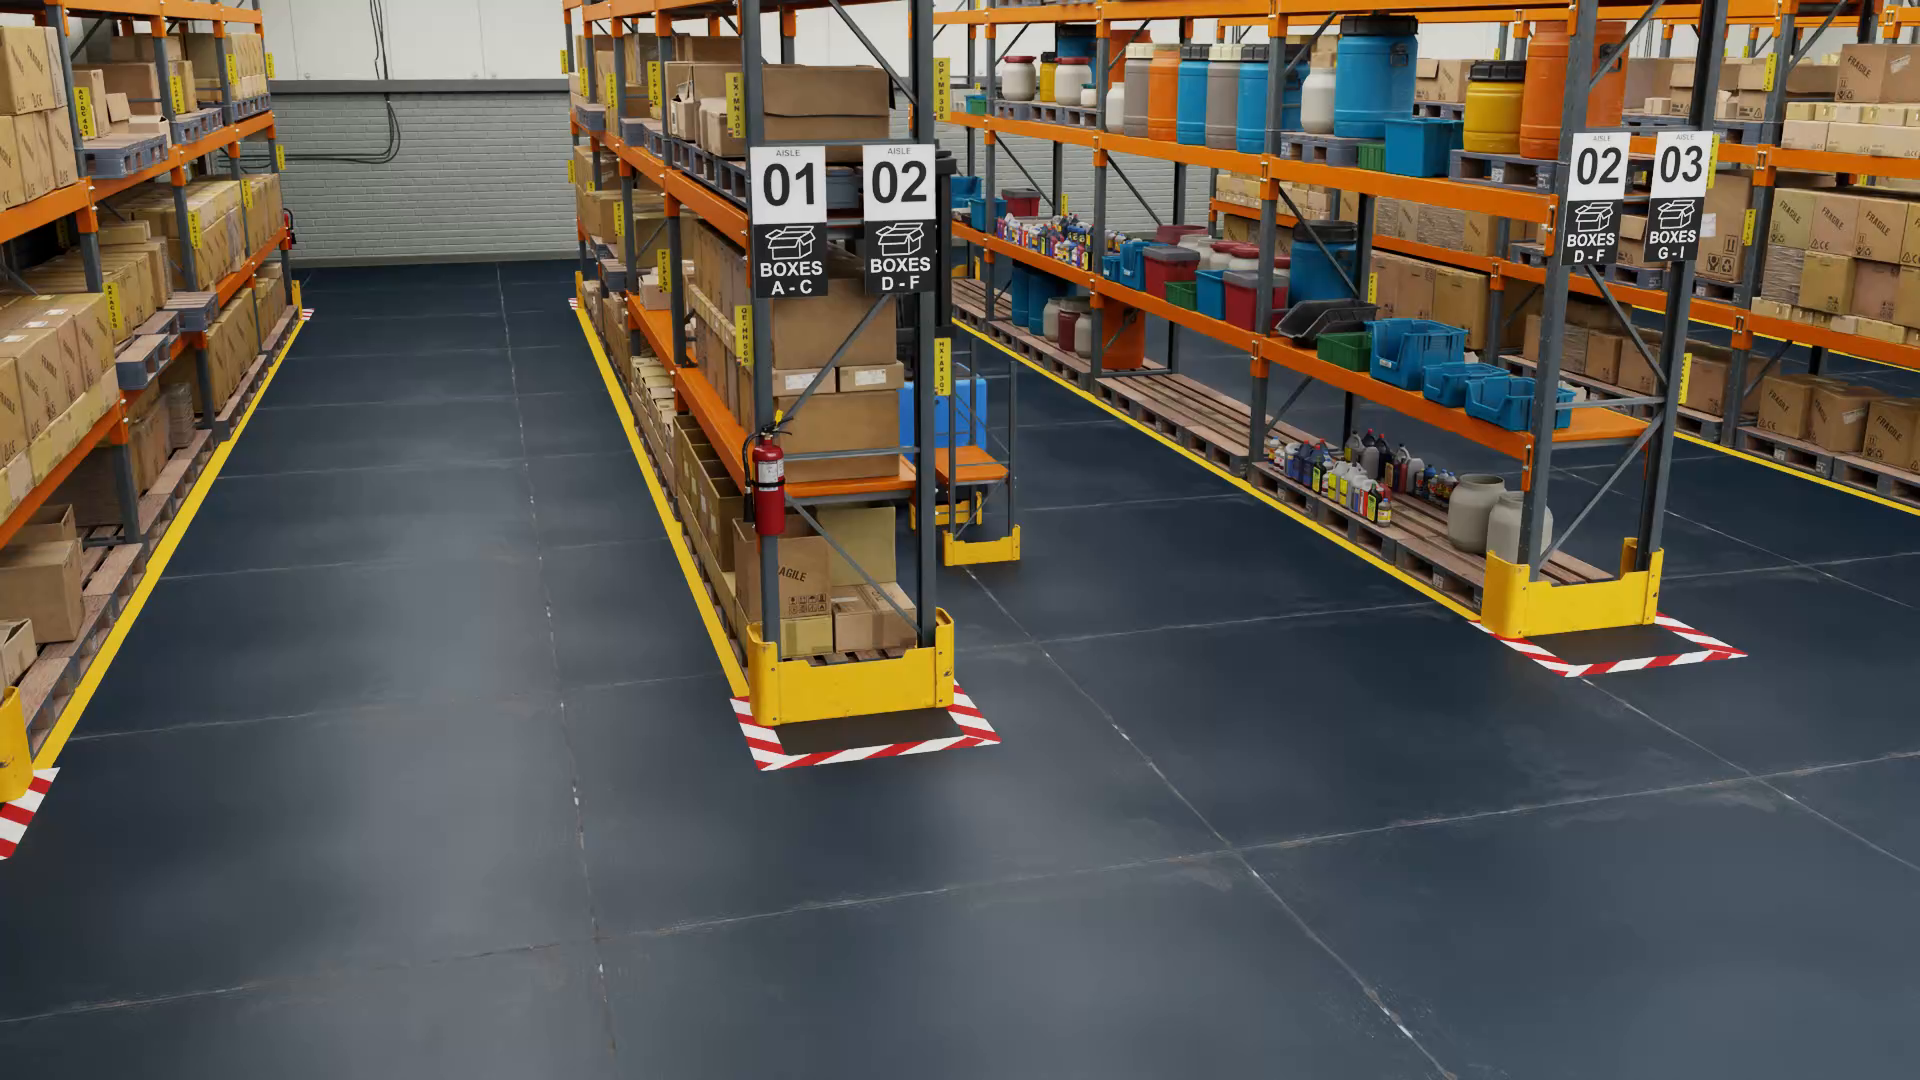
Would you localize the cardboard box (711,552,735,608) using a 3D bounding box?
[{"bbox_3d":[-1.356,0.239,10.993,0.500,0.250,0.500,-5,17,-15],"label":"cardboard box"}]

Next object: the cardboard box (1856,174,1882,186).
[{"bbox_3d":[14.600,-5.659,26.404,0.500,0.500,0.500,-5,17,-17],"label":"cardboard box"}]

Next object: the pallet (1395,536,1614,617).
[{"bbox_3d":[3.843,0.226,11.833,1.003,0.211,1.213,-5,17,-15],"label":"pallet"}]

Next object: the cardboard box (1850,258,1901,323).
[{"bbox_3d":[8.192,-2.155,14.220,0.875,0.500,0.500,-5,17,-15],"label":"cardboard box"}]

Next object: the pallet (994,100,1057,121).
[{"bbox_3d":[1.139,-5.323,20.574,1.213,0.211,1.003,-5,17,-15],"label":"pallet"}]

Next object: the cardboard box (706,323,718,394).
[{"bbox_3d":[-1.457,-1.363,12.102,0.700,0.500,0.500,-5,17,-16],"label":"cardboard box"}]

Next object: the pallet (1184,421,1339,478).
[{"bbox_3d":[2.775,-0.852,15.422,1.003,0.211,1.213,-5,17,-15],"label":"pallet"}]

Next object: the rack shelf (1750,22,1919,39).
[{"bbox_3d":[14.570,-8.252,26.726,1.077,0.370,4.000,-5,17,-15],"label":"rack shelf"}]

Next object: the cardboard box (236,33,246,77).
[{"bbox_3d":[-8.770,-5.737,19.677,0.500,0.500,0.500,-5,17,-16],"label":"cardboard box"}]

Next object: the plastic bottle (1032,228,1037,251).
[{"bbox_3d":[0.914,-3.612,19.987,0.097,0.271,0.097,0,17,0],"label":"plastic bottle"}]

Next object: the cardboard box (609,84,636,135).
[{"bbox_3d":[-3.128,-4.433,17.108,0.910,0.500,0.500,-5,17,-15],"label":"cardboard box"}]

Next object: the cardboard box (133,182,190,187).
[{"bbox_3d":[-8.821,-3.814,18.407,0.500,0.250,0.500,-4,17,-14],"label":"cardboard box"}]

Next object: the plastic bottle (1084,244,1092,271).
[{"bbox_3d":[1.407,-3.102,18.268,0.061,0.283,0.133,-5,17,-15],"label":"plastic bottle"}]

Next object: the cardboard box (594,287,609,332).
[{"bbox_3d":[-4.364,-2.944,21.121,0.500,0.500,0.500,-5,17,-15],"label":"cardboard box"}]

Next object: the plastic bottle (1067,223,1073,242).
[{"bbox_3d":[1.372,-3.786,20.565,0.097,0.271,0.097,0,17,0],"label":"plastic bottle"}]

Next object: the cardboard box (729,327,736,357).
[{"bbox_3d":[-1.282,-1.284,10.710,0.380,0.149,0.250,-4,17,-14],"label":"cardboard box"}]

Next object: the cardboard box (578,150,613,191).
[{"bbox_3d":[-4.882,-5.003,22.480,0.500,0.500,0.500,-4,17,-14],"label":"cardboard box"}]

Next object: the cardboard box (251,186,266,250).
[{"bbox_3d":[-9.025,-3.900,20.202,0.980,0.700,0.700,-5,17,-17],"label":"cardboard box"}]

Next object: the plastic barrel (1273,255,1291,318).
[{"bbox_3d":[2.976,-2.321,15.227,0.433,0.535,0.433,0,17,0],"label":"plastic barrel"}]

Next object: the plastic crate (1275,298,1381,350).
[{"bbox_3d":[3.049,-1.789,13.801,0.767,0.338,0.504,-5,17,-15],"label":"plastic crate"}]

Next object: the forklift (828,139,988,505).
[{"bbox_3d":[-0.678,-2.065,14.732,1.130,2.935,3.031,-5,17,-16],"label":"forklift"}]

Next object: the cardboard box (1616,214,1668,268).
[{"bbox_3d":[7.225,-3.088,17.108,0.797,0.503,0.637,-3,17,-10],"label":"cardboard box"}]

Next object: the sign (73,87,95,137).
[{"bbox_3d":[-5.978,-2.919,11.344,0.100,0.325,0.005,-5,17,-15],"label":"sign"}]

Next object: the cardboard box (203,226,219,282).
[{"bbox_3d":[-7.620,-2.797,16.323,0.500,0.500,0.500,-4,17,-13],"label":"cardboard box"}]

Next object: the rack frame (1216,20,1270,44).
[{"bbox_3d":[4.492,-8.558,25.799,1.000,3.000,0.127,-5,17,-15],"label":"rack frame"}]

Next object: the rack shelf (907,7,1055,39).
[{"bbox_3d":[0.280,-7.077,22.814,1.077,0.370,4.000,-5,17,-15],"label":"rack shelf"}]

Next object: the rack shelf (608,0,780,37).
[{"bbox_3d":[-2.286,-4.473,14.147,1.077,0.370,4.000,-5,17,-15],"label":"rack shelf"}]

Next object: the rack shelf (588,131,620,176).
[{"bbox_3d":[-3.385,-4.335,18.205,1.077,0.370,4.000,-5,17,-15],"label":"rack shelf"}]

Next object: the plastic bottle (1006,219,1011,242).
[{"bbox_3d":[0.632,-3.895,20.929,0.097,0.271,0.097,0,17,0],"label":"plastic bottle"}]

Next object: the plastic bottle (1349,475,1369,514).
[{"bbox_3d":[3.120,-0.357,12.896,0.152,0.276,0.135,-5,17,-17],"label":"plastic bottle"}]

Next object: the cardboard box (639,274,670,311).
[{"bbox_3d":[-2.776,-2.384,15.829,0.500,0.311,0.500,-5,17,-16],"label":"cardboard box"}]

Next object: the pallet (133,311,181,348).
[{"bbox_3d":[-7.014,-1.660,13.599,1.003,0.211,1.213,-5,17,-15],"label":"pallet"}]

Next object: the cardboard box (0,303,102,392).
[{"bbox_3d":[-5.928,-1.243,10.799,0.500,0.500,0.500,-5,17,-16],"label":"cardboard box"}]

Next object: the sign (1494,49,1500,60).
[{"bbox_3d":[8.767,-7.861,27.174,0.100,0.325,0.005,-5,17,-15],"label":"sign"}]

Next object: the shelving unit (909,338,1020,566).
[{"bbox_3d":[0.021,-0.697,12.666,0.587,1.500,1.083,-5,17,-15],"label":"shelving unit"}]

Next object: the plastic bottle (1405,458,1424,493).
[{"bbox_3d":[3.664,-0.537,13.495,0.152,0.276,0.135,-4,17,-14],"label":"plastic bottle"}]

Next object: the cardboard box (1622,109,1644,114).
[{"bbox_3d":[6.866,-4.403,17.442,0.500,0.250,0.500,-4,17,-14],"label":"cardboard box"}]

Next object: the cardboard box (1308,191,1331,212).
[{"bbox_3d":[5.218,-4.750,23.295,0.500,0.250,0.500,-5,17,-16],"label":"cardboard box"}]

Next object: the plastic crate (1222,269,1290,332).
[{"bbox_3d":[2.600,-2.114,14.664,0.402,0.464,0.583,-5,17,-15],"label":"plastic crate"}]

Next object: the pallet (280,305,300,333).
[{"bbox_3d":[-9.501,-2.959,22.436,1.003,0.211,1.213,-5,17,-15],"label":"pallet"}]

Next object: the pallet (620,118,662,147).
[{"bbox_3d":[-2.563,-3.855,15.685,1.213,0.211,1.003,-4,17,-13],"label":"pallet"}]

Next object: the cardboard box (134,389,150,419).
[{"bbox_3d":[-7.107,-1.170,13.909,0.500,0.250,0.500,-5,17,-16],"label":"cardboard box"}]

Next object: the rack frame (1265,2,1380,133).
[{"bbox_3d":[3.028,-4.847,13.445,1.000,3.000,0.127,-5,17,-15],"label":"rack frame"}]

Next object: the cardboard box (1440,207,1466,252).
[{"bbox_3d":[6.185,-3.775,20.130,0.500,0.500,0.500,-5,17,-16],"label":"cardboard box"}]

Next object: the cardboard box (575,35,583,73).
[{"bbox_3d":[-4.821,-6.580,22.517,0.700,0.500,0.500,-5,17,-15],"label":"cardboard box"}]

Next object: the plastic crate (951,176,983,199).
[{"bbox_3d":[0.001,-5.261,25.085,0.616,0.435,0.499,-5,17,-15],"label":"plastic crate"}]

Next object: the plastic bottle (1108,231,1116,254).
[{"bbox_3d":[1.797,-3.517,19.671,0.097,0.271,0.097,0,17,0],"label":"plastic bottle"}]

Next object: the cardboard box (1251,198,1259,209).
[{"bbox_3d":[4.628,-5.084,25.101,0.380,0.149,0.250,-5,17,-16],"label":"cardboard box"}]

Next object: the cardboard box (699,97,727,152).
[{"bbox_3d":[-1.360,-2.590,10.328,0.500,0.311,0.500,-3,17,-9],"label":"cardboard box"}]

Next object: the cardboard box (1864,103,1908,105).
[{"bbox_3d":[8.143,-3.773,14.651,0.380,0.149,0.250,-4,17,-15],"label":"cardboard box"}]

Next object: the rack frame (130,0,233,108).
[{"bbox_3d":[-8.696,-6.276,18.204,1.000,3.000,0.127,-5,17,-15],"label":"rack frame"}]

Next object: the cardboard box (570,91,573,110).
[{"bbox_3d":[-5.137,-6.105,23.108,0.500,0.250,0.500,-5,17,-15],"label":"cardboard box"}]

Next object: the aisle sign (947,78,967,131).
[{"bbox_3d":[-0.008,-6.581,25.128,0.394,0.787,0.004,-5,17,-15],"label":"aisle sign"}]

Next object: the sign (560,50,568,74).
[{"bbox_3d":[-5.555,-6.714,23.358,0.100,0.325,0.005,-5,17,-15],"label":"sign"}]

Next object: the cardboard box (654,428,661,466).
[{"bbox_3d":[-2.407,-0.840,14.586,0.500,0.250,0.500,-4,17,-14],"label":"cardboard box"}]

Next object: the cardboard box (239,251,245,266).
[{"bbox_3d":[-8.239,-3.153,18.638,0.380,0.149,0.250,-4,17,-14],"label":"cardboard box"}]

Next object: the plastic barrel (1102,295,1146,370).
[{"bbox_3d":[1.778,-2.376,18.689,0.600,0.830,0.708,-5,17,-15],"label":"plastic barrel"}]
